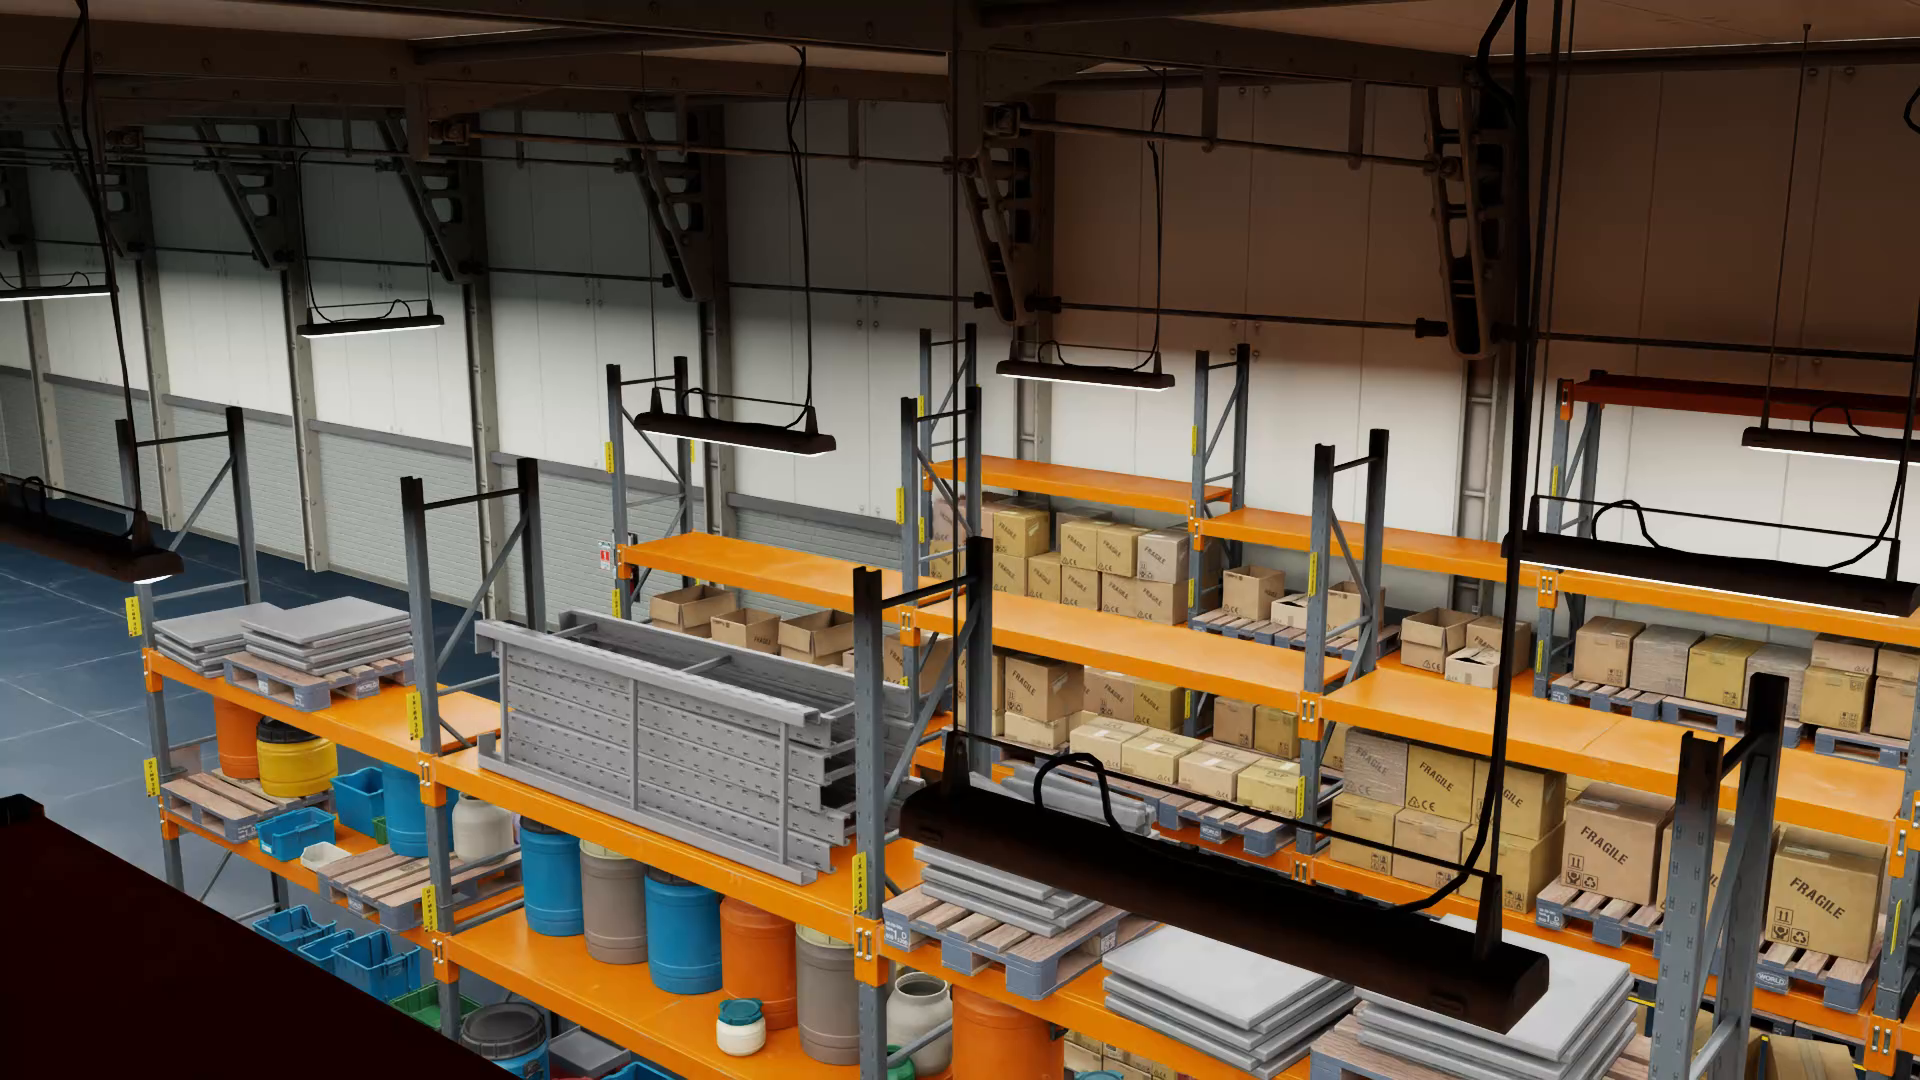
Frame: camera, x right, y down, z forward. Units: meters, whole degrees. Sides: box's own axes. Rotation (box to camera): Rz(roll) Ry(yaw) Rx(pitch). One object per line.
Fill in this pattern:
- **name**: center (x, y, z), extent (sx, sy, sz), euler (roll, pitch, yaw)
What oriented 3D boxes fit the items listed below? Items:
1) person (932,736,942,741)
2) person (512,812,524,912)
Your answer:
- **person**: center (-0.275, 2.990, 19.029), extent (0.593, 1.775, 0.617), euler (10, 16, 38)
- **person**: center (-4.617, 3.341, 17.842), extent (0.577, 1.687, 0.456), euler (-2, 13, -9)
